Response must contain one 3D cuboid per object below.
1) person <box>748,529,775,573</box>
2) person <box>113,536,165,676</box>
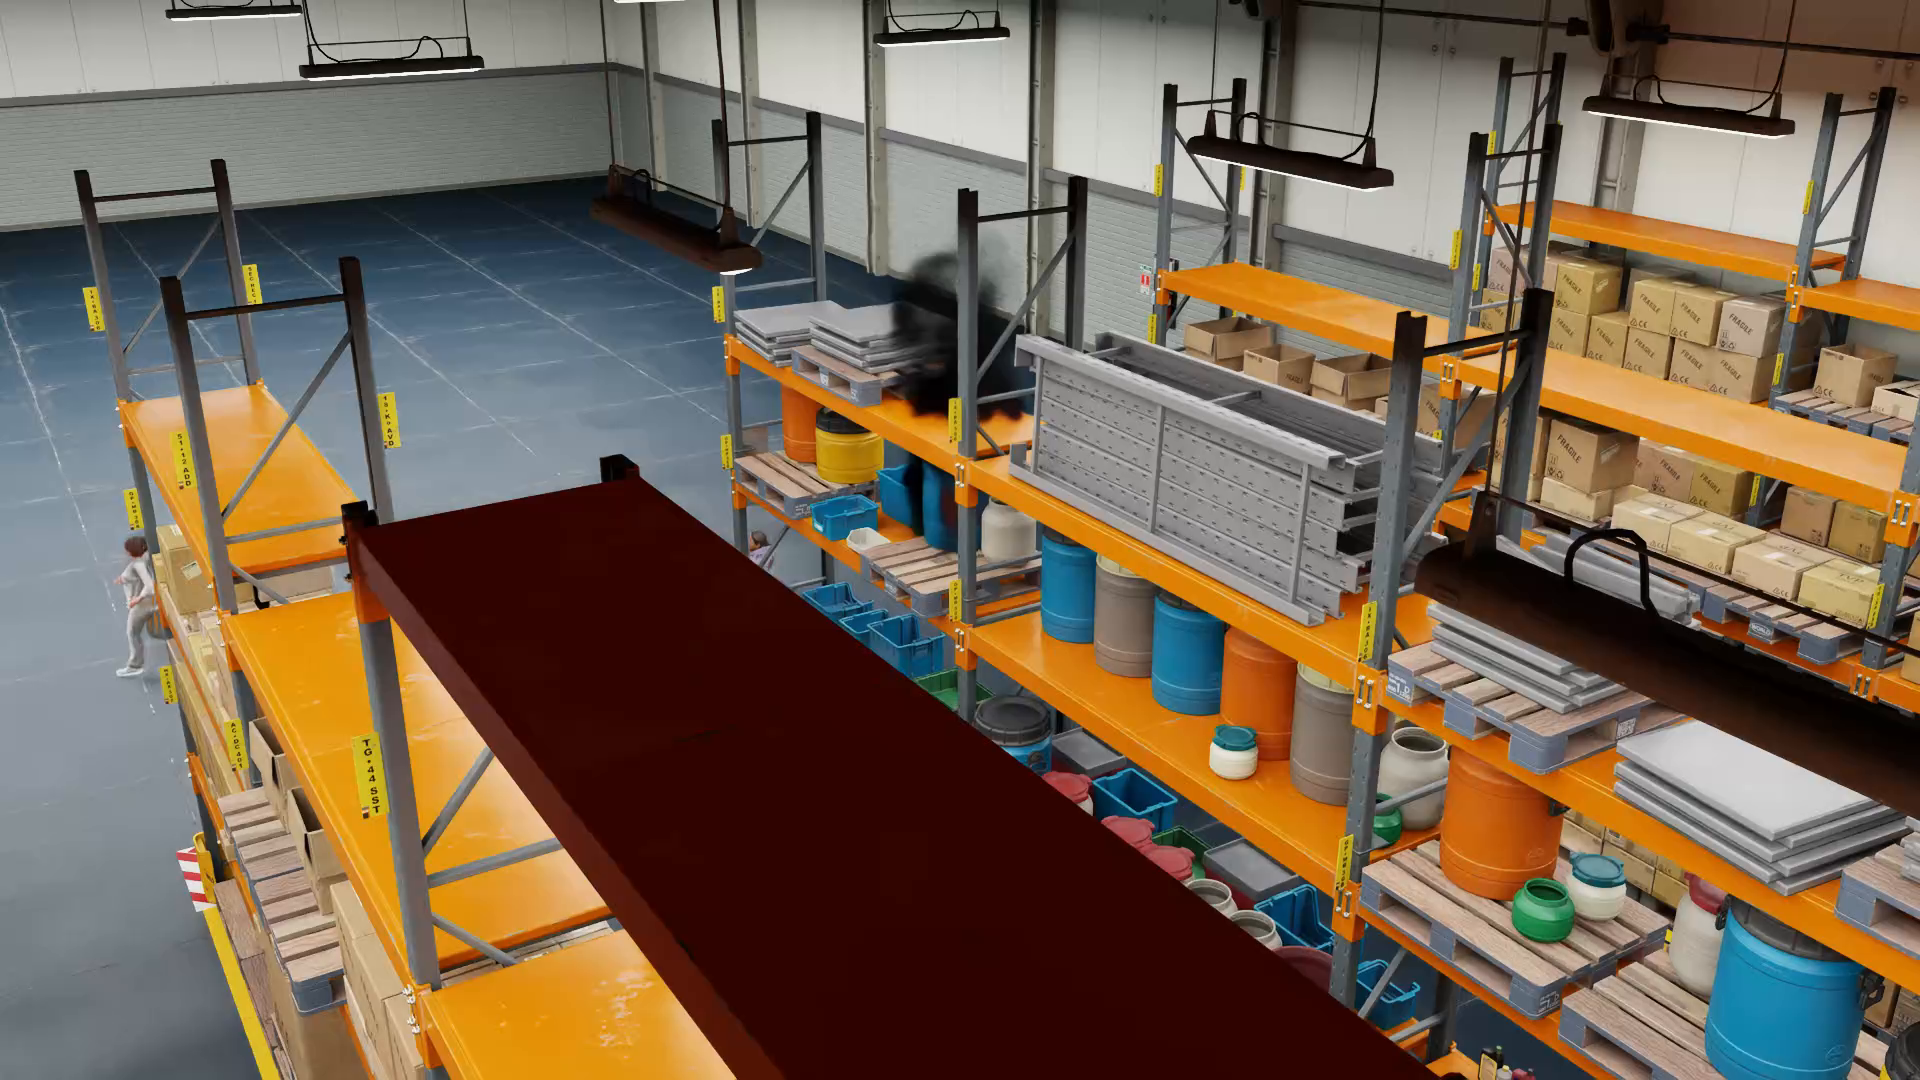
[{"bbox_3d":[-2.088,0.625,17.683,0.748,1.614,0.683,1,22,1],"label":"person"},{"bbox_3d":[-8.561,0.689,17.488,0.867,1.574,0.541,-2,22,-4],"label":"person"}]
